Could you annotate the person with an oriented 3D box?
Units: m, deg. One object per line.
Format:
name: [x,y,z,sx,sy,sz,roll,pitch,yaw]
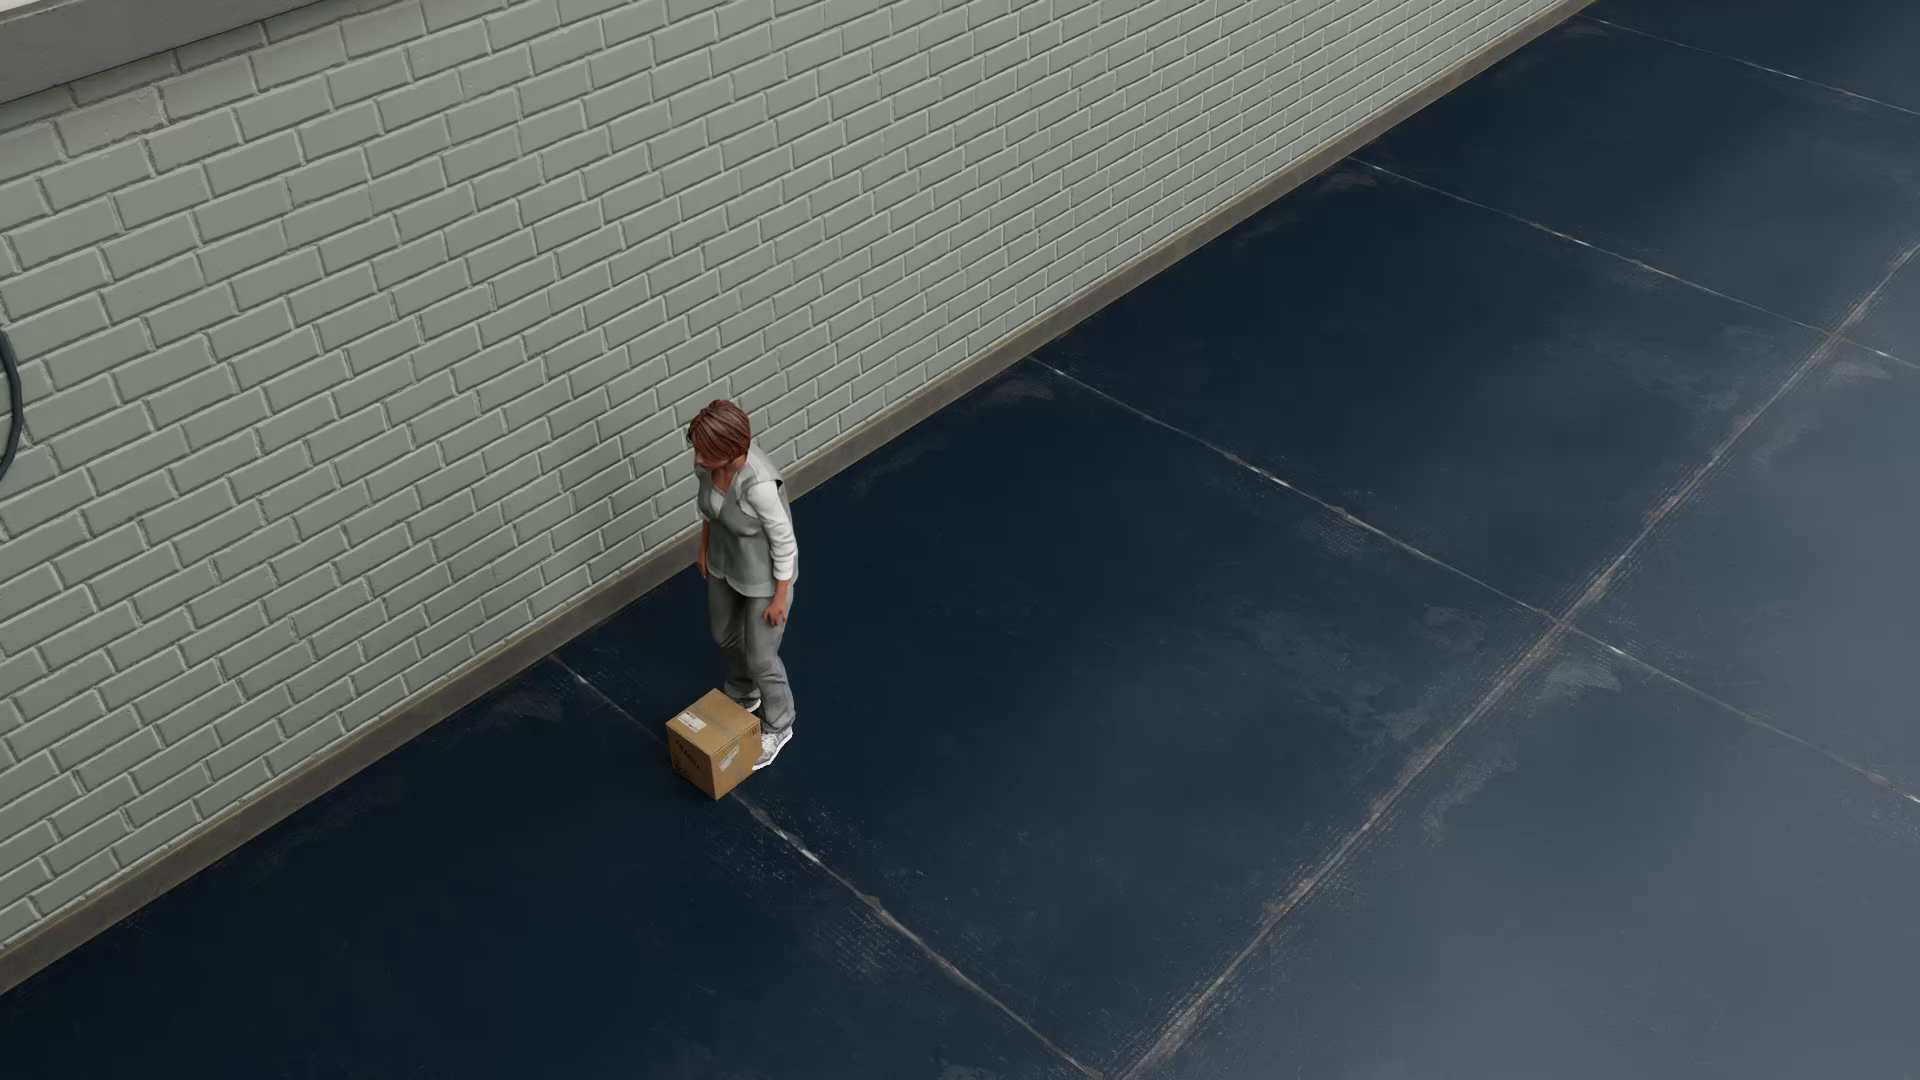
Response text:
person: [-0.776,0.140,5.996,0.459,1.593,0.369,31,49,31]
